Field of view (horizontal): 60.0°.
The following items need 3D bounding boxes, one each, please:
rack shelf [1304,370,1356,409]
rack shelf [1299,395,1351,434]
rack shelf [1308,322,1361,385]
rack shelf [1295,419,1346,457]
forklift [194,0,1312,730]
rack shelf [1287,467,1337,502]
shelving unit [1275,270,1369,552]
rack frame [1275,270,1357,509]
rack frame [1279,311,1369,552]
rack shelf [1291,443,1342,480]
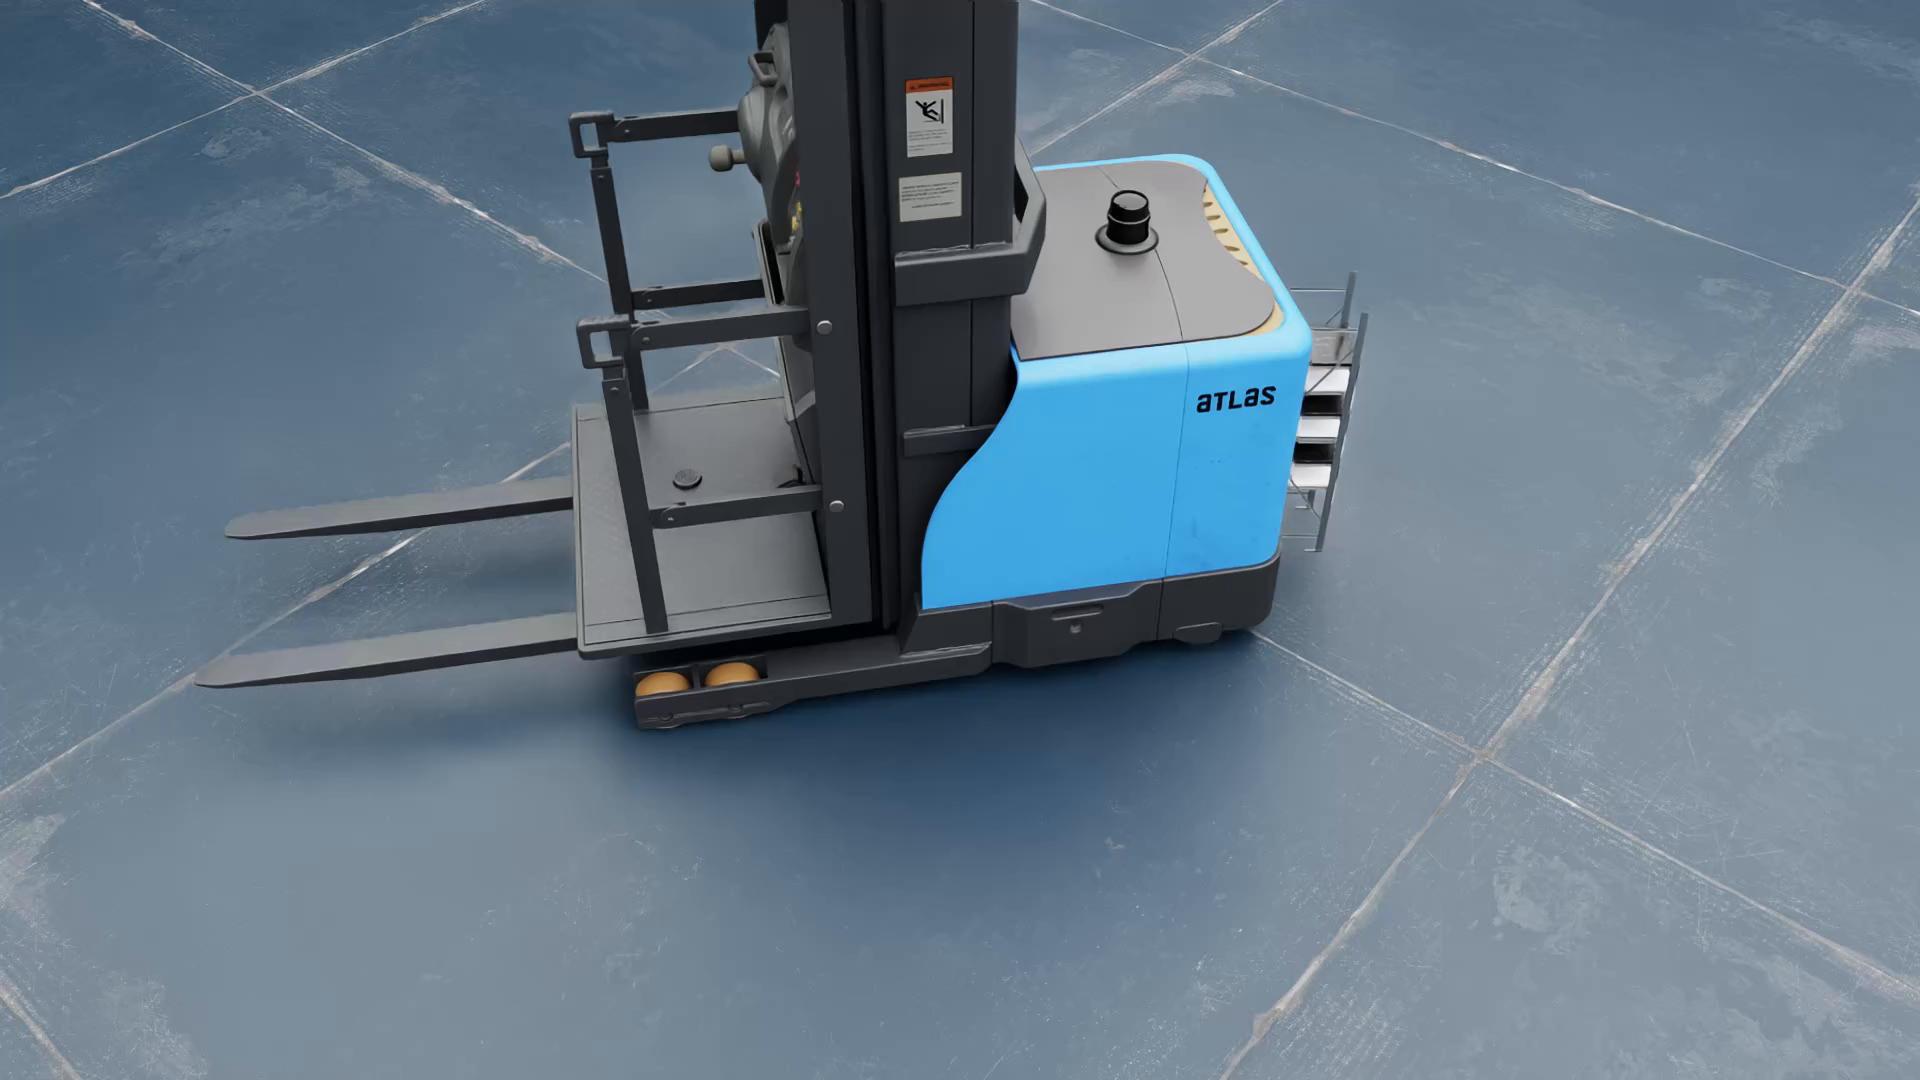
[{"bbox_3d":[1.015,-0.476,4.887,0.258,0.077,0.200,0,42,1],"label":"rack shelf"},{"bbox_3d":[1.015,-0.410,4.947,0.258,0.077,0.200,0,42,1],"label":"rack shelf"},{"bbox_3d":[1.015,-0.543,4.826,0.258,0.077,0.200,0,42,1],"label":"rack shelf"},{"bbox_3d":[1.015,-0.343,5.008,0.258,0.077,0.200,0,42,1],"label":"rack shelf"},{"bbox_3d":[-0.645,-0.942,4.107,3.031,2.935,1.130,-7,43,-8],"label":"forklift"},{"bbox_3d":[1.015,-0.210,5.129,0.258,0.077,0.200,0,42,1],"label":"rack shelf"},{"bbox_3d":[1.015,-0.368,4.986,0.258,0.900,0.210,0,42,1],"label":"shelving unit"},{"bbox_3d":[1.017,-0.436,5.061,0.240,0.900,0.006,0,42,1],"label":"rack frame"},{"bbox_3d":[1.014,-0.299,4.910,0.240,0.900,0.006,0,42,1],"label":"rack frame"},{"bbox_3d":[1.015,-0.277,5.069,0.258,0.077,0.200,0,42,1],"label":"rack shelf"}]
